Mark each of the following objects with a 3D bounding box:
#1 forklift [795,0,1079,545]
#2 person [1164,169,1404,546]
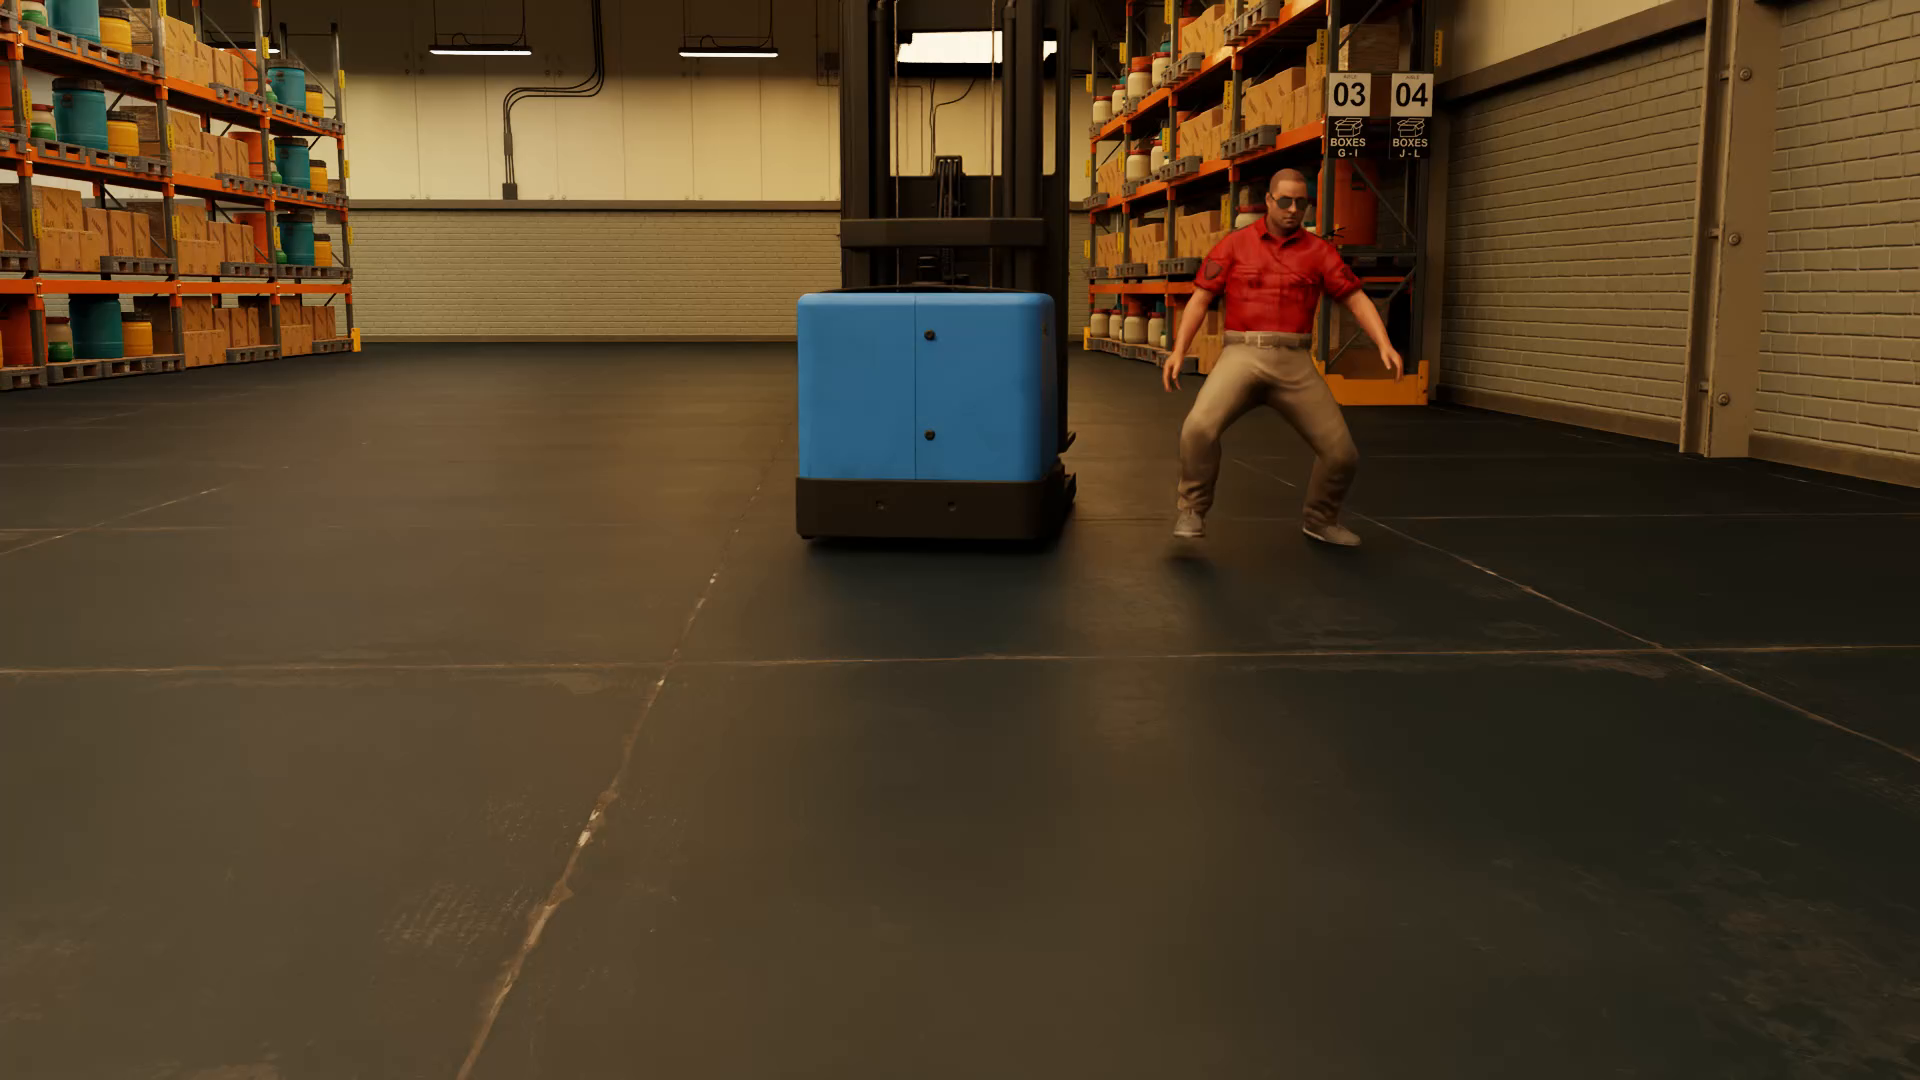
[{"bbox_3d":[0.007,-1.607,8.153,1.130,2.935,3.031,1,9,7],"label":"forklift"},{"bbox_3d":[1.346,-0.744,7.005,0.972,1.611,0.674,1,8,5],"label":"person"}]
